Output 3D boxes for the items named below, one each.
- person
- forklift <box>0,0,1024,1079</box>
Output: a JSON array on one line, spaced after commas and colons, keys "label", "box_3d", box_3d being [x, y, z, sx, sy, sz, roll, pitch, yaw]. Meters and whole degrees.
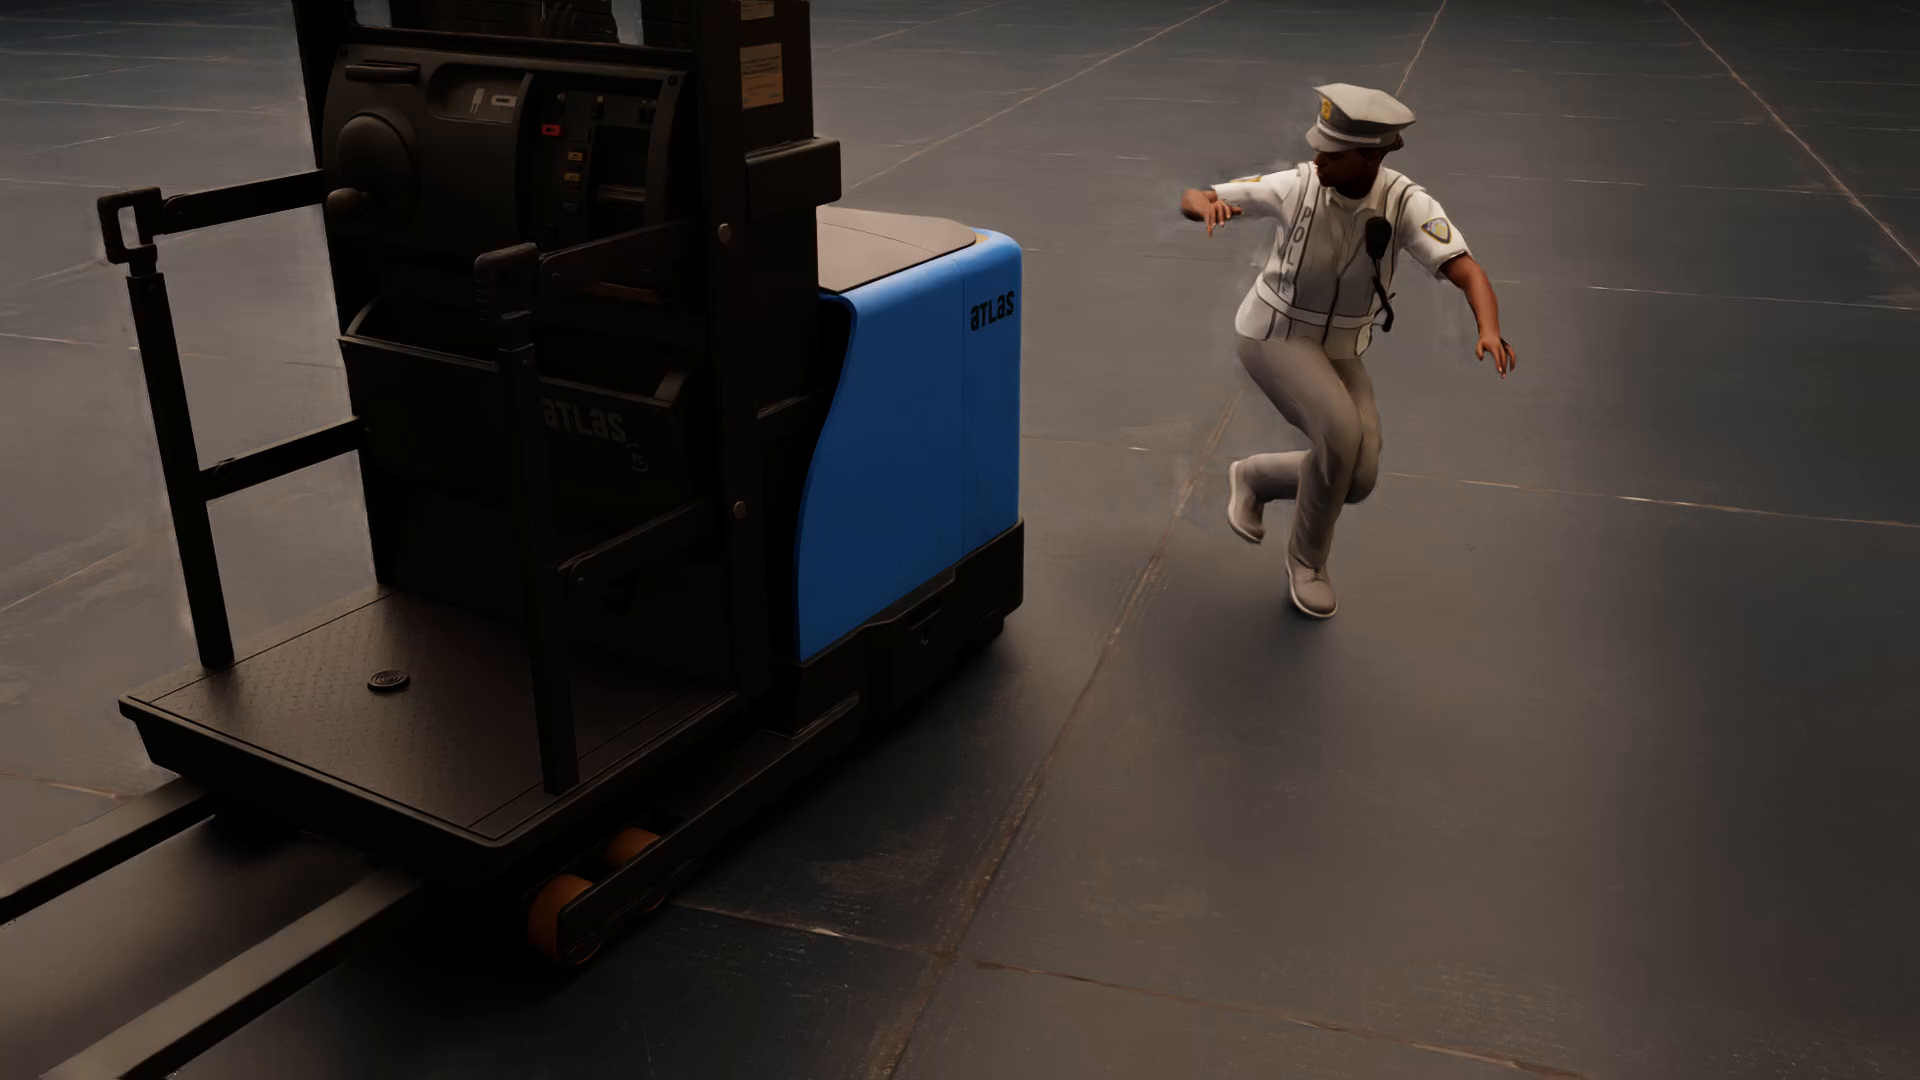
[{"label": "person", "box_3d": [0.972, -0.473, 4.437, 0.724, 1.406, 1.018, -7, 23, -15]}, {"label": "forklift", "box_3d": [-1.021, -0.749, 3.095, 1.130, 2.935, 3.031, 13, 26, 29]}]
